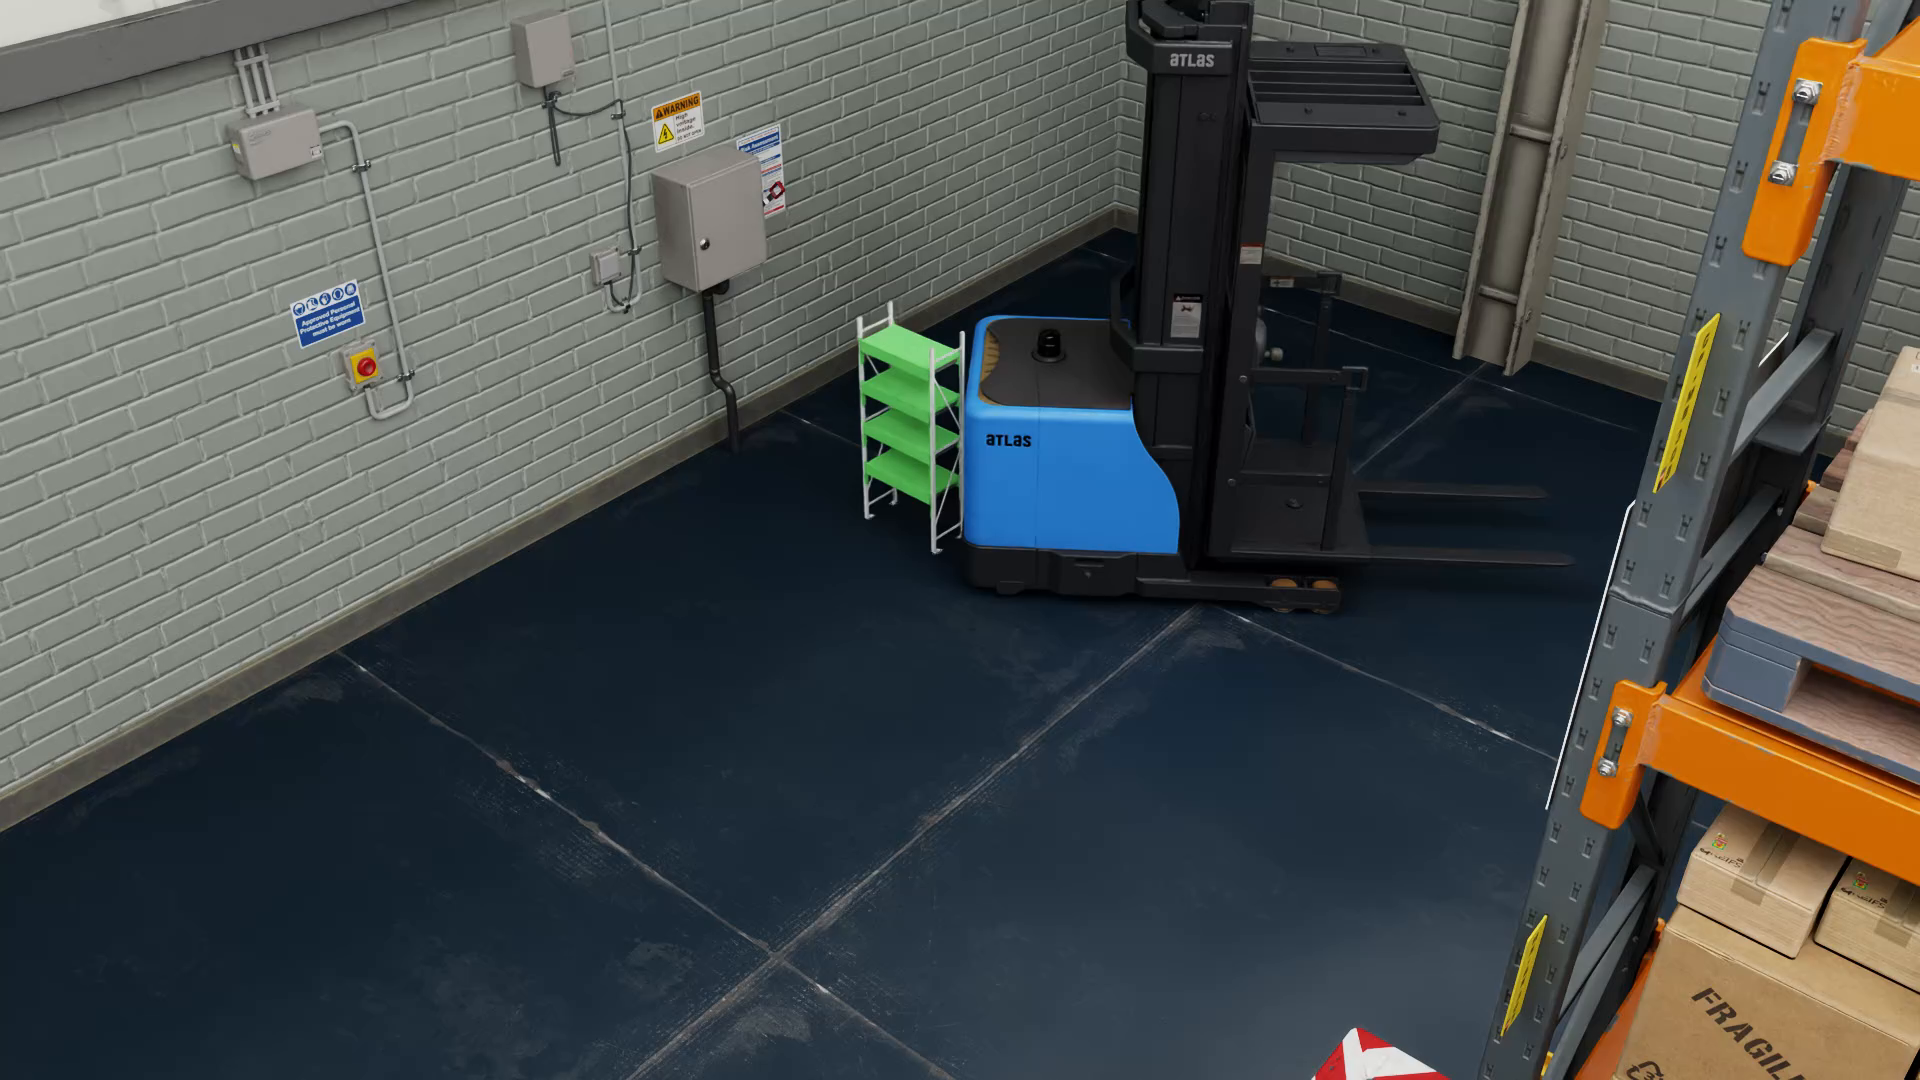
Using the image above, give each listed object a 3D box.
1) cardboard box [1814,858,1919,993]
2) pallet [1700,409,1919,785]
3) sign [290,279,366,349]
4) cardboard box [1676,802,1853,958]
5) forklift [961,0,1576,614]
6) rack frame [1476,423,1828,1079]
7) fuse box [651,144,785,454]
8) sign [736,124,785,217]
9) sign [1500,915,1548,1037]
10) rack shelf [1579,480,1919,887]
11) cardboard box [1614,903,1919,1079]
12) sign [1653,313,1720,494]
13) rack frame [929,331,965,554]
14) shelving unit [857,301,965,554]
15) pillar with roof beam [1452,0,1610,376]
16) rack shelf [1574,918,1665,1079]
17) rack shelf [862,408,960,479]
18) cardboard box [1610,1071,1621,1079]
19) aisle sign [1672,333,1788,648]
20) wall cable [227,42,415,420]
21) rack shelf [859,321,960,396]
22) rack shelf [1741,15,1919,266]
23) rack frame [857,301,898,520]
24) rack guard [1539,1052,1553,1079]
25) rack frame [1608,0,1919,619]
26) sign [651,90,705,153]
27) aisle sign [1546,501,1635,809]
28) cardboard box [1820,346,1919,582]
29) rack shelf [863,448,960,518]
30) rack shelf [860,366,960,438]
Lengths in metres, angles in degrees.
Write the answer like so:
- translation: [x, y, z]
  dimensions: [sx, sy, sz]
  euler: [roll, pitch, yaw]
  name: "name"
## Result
- translation: [1.994, 0.743, 3.474]
  dimensions: [0.250, 0.149, 0.380]
  euler: [26, 42, 33]
  name: "cardboard box"
- translation: [2.228, 0.215, 3.216]
  dimensions: [1.213, 0.211, 1.003]
  euler: [25, 42, 32]
  name: "pallet"
- translation: [-2.775, -0.994, 7.309]
  dimensions: [0.001, 0.218, 0.327]
  euler: [25, 42, 32]
  name: "sign"
- translation: [1.747, 0.679, 3.567]
  dimensions: [0.250, 0.149, 0.380]
  euler: [26, 42, 33]
  name: "cardboard box"
- translation: [1.547, -1.156, 7.844]
  dimensions: [3.031, 2.935, 1.130]
  euler: [2, 35, 3]
  name: "forklift"
- translation: [1.651, 1.151, 4.425]
  dimensions: [0.127, 3.000, 1.000]
  euler: [25, 42, 32]
  name: "rack frame"
- translation: [-1.241, -1.212, 9.003]
  dimensions: [0.414, 1.711, 0.539]
  euler: [25, 42, 32]
  name: "fuse box"
- translation: [-1.085, -1.993, 9.087]
  dimensions: [0.001, 0.494, 0.329]
  euler: [25, 42, 32]
  name: "sign"
- translation: [1.291, 1.000, 3.809]
  dimensions: [0.005, 0.325, 0.100]
  euler: [25, 42, 32]
  name: "sign"
- translation: [3.188, 0.935, 2.724]
  dimensions: [4.000, 0.370, 1.077]
  euler: [25, 42, 32]
  name: "rack shelf"
- translation: [1.837, 0.995, 3.680]
  dimensions: [0.500, 0.500, 0.500]
  euler: [24, 41, 31]
  name: "cardboard box"
- translation: [1.291, -0.239, 2.957]
  dimensions: [0.005, 0.325, 0.100]
  euler: [25, 42, 32]
  name: "sign"
- translation: [-0.062, -0.473, 8.378]
  dimensions: [0.015, 1.200, 0.240]
  euler: [27, 43, 33]
  name: "rack frame"
- translation: [-0.244, -0.565, 8.512]
  dimensions: [0.503, 1.200, 0.258]
  euler: [27, 43, 33]
  name: "shelving unit"
- translation: [0.574, -2.979, 5.139]
  dimensions: [0.400, 9.000, 9.100]
  euler: [25, 42, 32]
  name: "pillar with roof beam"
- translation: [3.188, 2.172, 3.574]
  dimensions: [4.000, 0.370, 1.077]
  euler: [25, 42, 32]
  name: "rack shelf"
- translation: [-0.244, -0.512, 8.548]
  dimensions: [0.480, 0.148, 0.258]
  euler: [27, 43, 33]
  name: "rack shelf"
- translation: [1.836, 1.408, 3.961]
  dimensions: [0.500, 0.500, 0.500]
  euler: [25, 42, 31]
  name: "cardboard box"
- translation: [1.794, -0.082, 3.923]
  dimensions: [0.004, 0.787, 0.394]
  euler: [25, 42, 32]
  name: "aisle sign"
- translation: [-2.698, -1.313, 7.087]
  dimensions: [0.123, 1.953, 0.585]
  euler: [25, 42, 32]
  name: "wall cable"
- translation: [-0.244, -0.908, 8.277]
  dimensions: [0.480, 0.148, 0.258]
  euler: [27, 43, 33]
  name: "rack shelf"
- translation: [3.188, -0.136, 1.988]
  dimensions: [4.000, 0.370, 1.077]
  euler: [25, 42, 32]
  name: "rack shelf"
- translation: [-0.425, -0.657, 8.646]
  dimensions: [0.015, 1.200, 0.240]
  euler: [27, 43, 33]
  name: "rack frame"
- translation: [1.632, 2.172, 5.145]
  dimensions: [0.348, 0.500, 1.175]
  euler: [25, 42, 32]
  name: "rack guard"
- translation: [1.651, -1.322, 2.726]
  dimensions: [0.127, 3.000, 1.000]
  euler: [25, 42, 32]
  name: "rack frame"
- translation: [-1.436, -2.134, 8.478]
  dimensions: [0.001, 0.242, 0.339]
  euler: [25, 42, 32]
  name: "sign"
- translation: [1.410, 0.179, 3.543]
  dimensions: [0.004, 0.787, 0.394]
  euler: [25, 42, 32]
  name: "aisle sign"
- translation: [2.054, -0.114, 3.291]
  dimensions: [0.500, 0.250, 0.500]
  euler: [21, 40, 28]
  name: "cardboard box"
- translation: [-0.244, -0.314, 8.684]
  dimensions: [0.480, 0.148, 0.258]
  euler: [27, 43, 33]
  name: "rack shelf"
- translation: [-0.244, -0.710, 8.413]
  dimensions: [0.480, 0.148, 0.258]
  euler: [27, 43, 33]
  name: "rack shelf"
